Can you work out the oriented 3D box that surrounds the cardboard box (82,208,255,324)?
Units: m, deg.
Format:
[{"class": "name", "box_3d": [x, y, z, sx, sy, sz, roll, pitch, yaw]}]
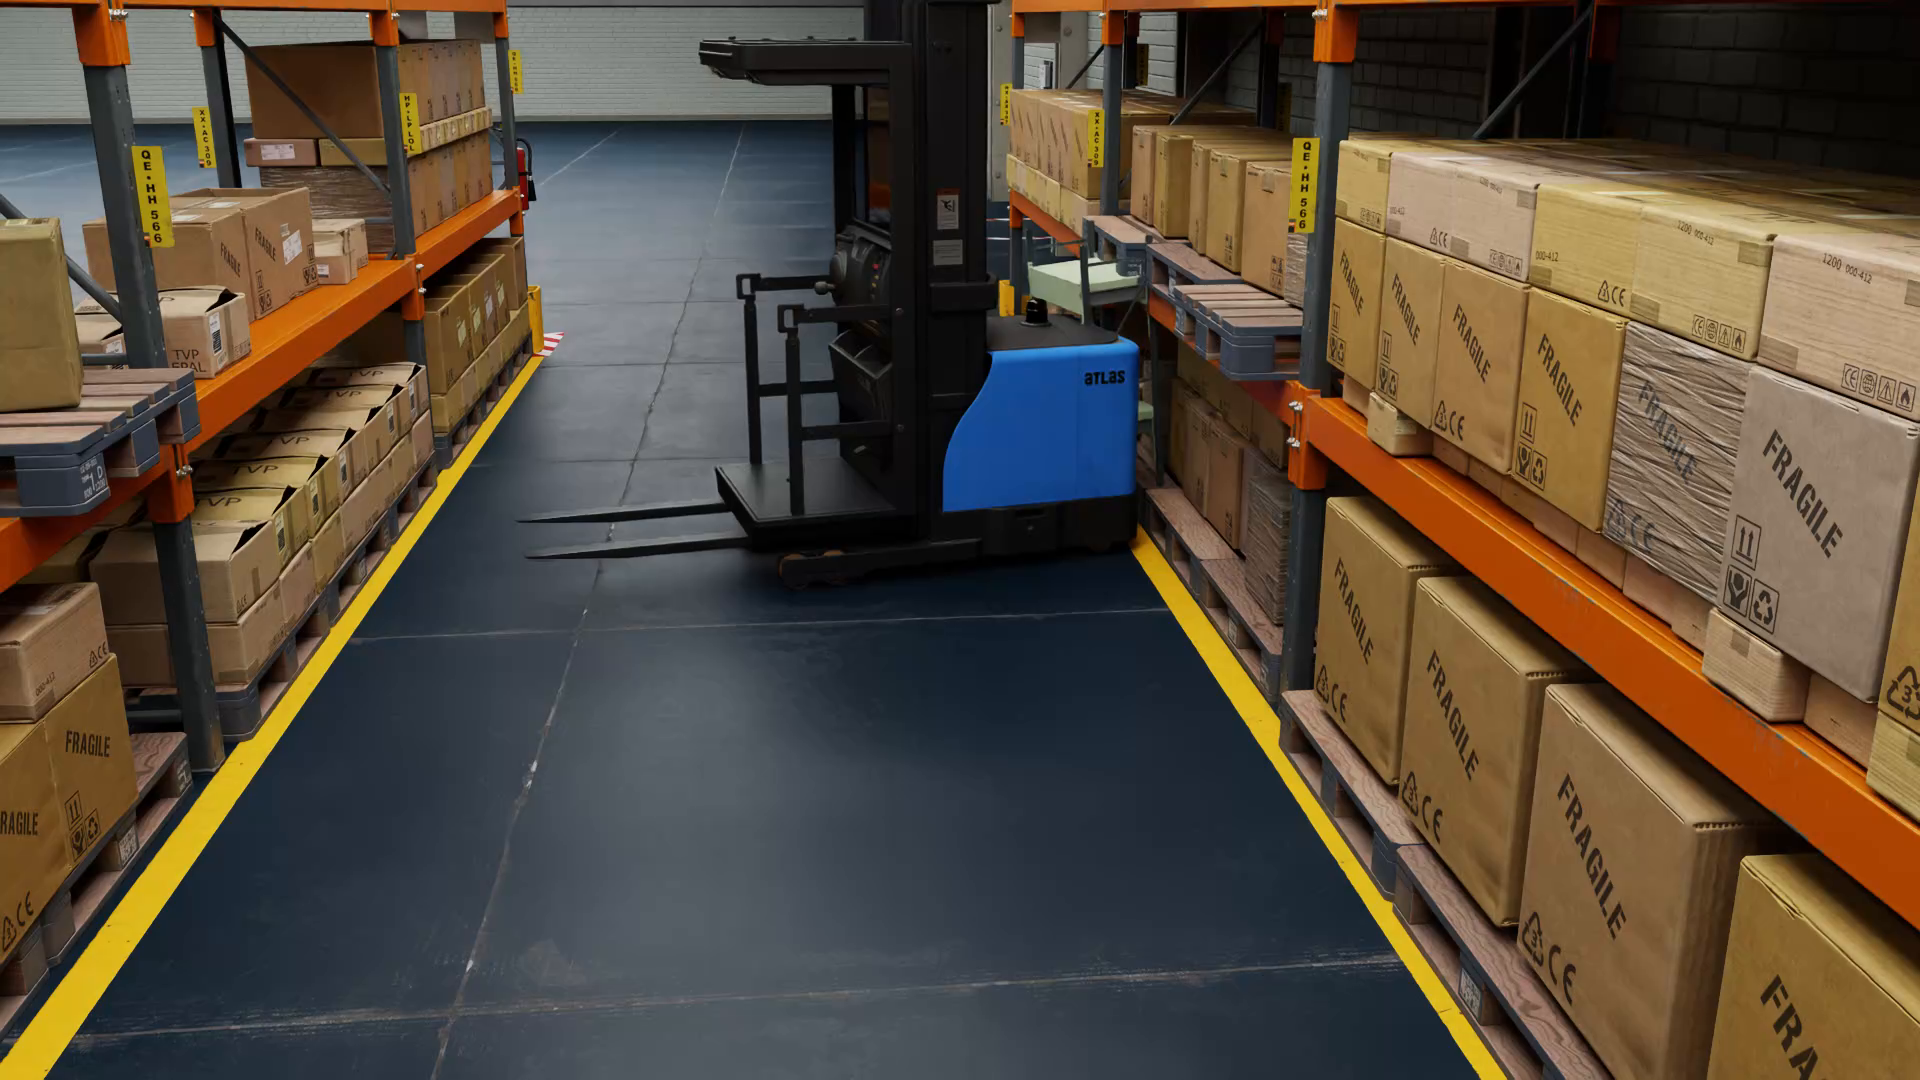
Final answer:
[{"class": "cardboard box", "box_3d": [-3.373, -1.136, 7.120, 0.500, 0.500, 0.500, -3, 18, -9]}]

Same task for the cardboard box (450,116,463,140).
[{"class": "cardboard box", "box_3d": [-3.645, -2.836, 11.452, 0.380, 0.149, 0.250, -1, 17, -4]}]

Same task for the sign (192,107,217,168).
[{"class": "sign", "box_3d": [-4.148, -2.214, 9.143, 0.100, 0.325, 0.005, -2, 18, -6]}]

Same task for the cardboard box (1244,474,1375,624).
[{"class": "cardboard box", "box_3d": [1.617, 0.027, 7.022, 0.700, 0.500, 0.500, -2, 17, -5]}]

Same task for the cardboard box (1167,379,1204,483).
[{"class": "cardboard box", "box_3d": [1.527, -0.581, 8.957, 0.700, 0.500, 0.500, -2, 18, -7]}]

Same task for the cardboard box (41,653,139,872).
[{"class": "cardboard box", "box_3d": [-2.853, 0.665, 4.988, 0.500, 0.500, 0.500, -1, 17, -3]}]

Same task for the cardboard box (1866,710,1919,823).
[{"class": "cardboard box", "box_3d": [1.790, 0.393, 2.804, 0.380, 0.149, 0.250, -1, 17, -5]}]

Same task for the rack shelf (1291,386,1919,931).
[{"class": "rack shelf", "box_3d": [1.950, 0.196, 4.245, 1.077, 0.370, 4.000, -2, 18, -6]}]

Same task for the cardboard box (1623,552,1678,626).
[{"class": "cardboard box", "box_3d": [1.752, 0.087, 3.777, 0.380, 0.149, 0.250, -2, 18, -7]}]

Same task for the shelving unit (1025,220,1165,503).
[{"class": "shelving unit", "box_3d": [0.730, -0.909, 8.981, 0.431, 1.500, 0.755, -11, 20, -17]}]

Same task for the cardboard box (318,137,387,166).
[{"class": "cardboard box", "box_3d": [-3.431, -2.224, 9.502, 0.380, 0.149, 0.250, -2, 18, -6]}]

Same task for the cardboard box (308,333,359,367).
[{"class": "cardboard box", "box_3d": [-3.901, -1.307, 10.471, 0.500, 0.500, 0.500, -2, 18, -6]}]

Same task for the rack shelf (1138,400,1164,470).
[{"class": "rack shelf", "box_3d": [0.758, -0.601, 9.086, 0.431, 0.370, 0.720, -11, 20, -17]}]

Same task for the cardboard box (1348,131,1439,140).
[{"class": "cardboard box", "box_3d": [1.630, -1.507, 6.485, 0.380, 0.149, 0.250, -5, 18, -15]}]

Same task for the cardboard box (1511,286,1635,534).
[{"class": "cardboard box", "box_3d": [1.695, -0.330, 4.024, 0.500, 0.500, 0.500, -1, 17, -4]}]

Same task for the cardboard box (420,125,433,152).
[{"class": "cardboard box", "box_3d": [-3.538, -2.528, 10.471, 0.380, 0.149, 0.250, -2, 18, -7]}]

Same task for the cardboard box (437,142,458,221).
[{"class": "cardboard box", "box_3d": [-3.811, -2.419, 11.208, 0.700, 0.500, 0.500, -1, 17, -4]}]

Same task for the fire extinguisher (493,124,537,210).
[{"class": "fire extinguisher", "box_3d": [-3.559, -2.985, 13.306, 0.296, 0.674, 0.183, -2, 18, -6]}]

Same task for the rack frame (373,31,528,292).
[{"class": "rack frame", "box_3d": [-4.009, -2.972, 13.136, 1.000, 3.000, 0.127, -2, 18, -6]}]

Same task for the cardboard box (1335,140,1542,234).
[{"class": "cardboard box", "box_3d": [1.537, -1.148, 5.377, 0.500, 0.250, 0.500, -1, 17, -4]}]

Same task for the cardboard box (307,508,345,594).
[{"class": "cardboard box", "box_3d": [-3.058, 0.053, 7.389, 0.500, 0.250, 0.500, -2, 18, -7]}]

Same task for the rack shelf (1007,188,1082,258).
[{"class": "rack shelf", "box_3d": [1.125, -2.187, 11.837, 1.077, 0.370, 4.000, -2, 18, -6]}]

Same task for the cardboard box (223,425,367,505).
[{"class": "cardboard box", "box_3d": [-3.112, -0.371, 7.805, 0.500, 0.311, 0.500, -2, 18, -6]}]

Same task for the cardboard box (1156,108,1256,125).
[{"class": "cardboard box", "box_3d": [1.490, -2.377, 10.205, 0.500, 0.500, 0.500, -2, 18, -7]}]

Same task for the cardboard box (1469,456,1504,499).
[{"class": "cardboard box", "box_3d": [1.692, -0.222, 4.762, 0.380, 0.149, 0.250, -1, 17, -4]}]

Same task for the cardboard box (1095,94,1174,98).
[{"class": "cardboard box", "box_3d": [1.278, -2.984, 12.139, 0.500, 0.500, 0.500, -2, 18, -7]}]

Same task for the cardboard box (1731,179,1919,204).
[{"class": "cardboard box", "box_3d": [2.201, -0.714, 3.993, 0.500, 0.250, 0.500, -2, 18, -7]}]

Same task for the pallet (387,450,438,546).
[{"class": "pallet", "box_3d": [-3.481, -0.232, 9.062, 1.003, 0.211, 1.213, -2, 18, -6]}]

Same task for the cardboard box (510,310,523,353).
[{"class": "cardboard box", "box_3d": [-3.596, -1.561, 12.532, 0.500, 0.250, 0.500, -2, 18, -6]}]

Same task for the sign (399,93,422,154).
[{"class": "sign", "box_3d": [-3.057, -2.315, 9.241, 0.100, 0.325, 0.005, -2, 18, -6]}]

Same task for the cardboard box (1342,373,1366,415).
[{"class": "cardboard box", "box_3d": [1.547, -0.527, 5.735, 0.380, 0.149, 0.250, -2, 18, -6]}]

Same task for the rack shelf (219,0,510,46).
[{"class": "rack shelf", "box_3d": [-3.802, -3.464, 10.897, 1.077, 0.370, 4.000, -2, 18, -6]}]

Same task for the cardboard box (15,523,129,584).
[{"class": "cardboard box", "box_3d": [-3.482, 0.107, 6.282, 0.500, 0.311, 0.500, -1, 17, -4]}]

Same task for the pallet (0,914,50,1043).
[{"class": "pallet", "box_3d": [-3.021, 1.328, 4.094, 1.003, 0.211, 1.213, -2, 18, -6]}]

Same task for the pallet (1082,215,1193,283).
[{"class": "pallet", "box_3d": [1.265, -1.611, 9.120, 1.003, 0.211, 1.213, -2, 18, -6]}]

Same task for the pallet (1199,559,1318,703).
[{"class": "pallet", "box_3d": [1.664, 0.355, 7.195, 1.003, 0.211, 1.213, -2, 18, -6]}]

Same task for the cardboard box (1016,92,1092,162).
[{"class": "cardboard box", "box_3d": [0.710, -3.123, 12.582, 0.500, 0.500, 0.500, -2, 18, -5]}]

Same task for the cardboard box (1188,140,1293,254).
[{"class": "cardboard box", "box_3d": [1.499, -1.677, 8.111, 0.700, 0.500, 0.500, 1, 17, 2]}]

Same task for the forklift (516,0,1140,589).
[{"class": "forklift", "box_3d": [-0.669, -1.341, 8.055, 3.031, 2.935, 1.130, -6, 18, -17]}]

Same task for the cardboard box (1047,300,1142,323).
[{"class": "cardboard box", "box_3d": [0.985, -1.545, 12.028, 0.700, 0.500, 0.500, -3, 18, -9]}]

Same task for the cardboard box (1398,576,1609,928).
[{"class": "cardboard box", "box_3d": [1.773, 0.567, 4.752, 0.750, 0.750, 0.750, -2, 18, -6]}]

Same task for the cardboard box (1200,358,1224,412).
[{"class": "cardboard box", "box_3d": [1.530, -0.805, 8.419, 0.500, 0.250, 0.500, -2, 18, -7]}]

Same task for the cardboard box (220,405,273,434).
[{"class": "cardboard box", "box_3d": [-3.700, -0.502, 8.222, 0.500, 0.311, 0.500, -2, 18, -7]}]

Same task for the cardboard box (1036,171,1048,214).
[{"class": "cardboard box", "box_3d": [0.817, -2.452, 11.697, 0.500, 0.250, 0.500, -2, 18, -5]}]

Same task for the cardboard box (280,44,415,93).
[{"class": "cardboard box", "box_3d": [-3.701, -2.730, 10.031, 0.700, 0.500, 0.500, -2, 18, -6]}]

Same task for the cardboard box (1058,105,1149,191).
[{"class": "cardboard box", "box_3d": [0.917, -2.510, 10.630, 0.500, 0.500, 0.500, -2, 18, -6]}]

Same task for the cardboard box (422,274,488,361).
[{"class": "cardboard box", "box_3d": [-3.436, -1.472, 10.997, 0.500, 0.500, 0.500, -2, 18, -6]}]

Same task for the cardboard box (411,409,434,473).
[{"class": "cardboard box", "box_3d": [-3.265, -0.554, 9.324, 0.500, 0.250, 0.500, -2, 18, -6]}]

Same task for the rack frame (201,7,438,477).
[{"class": "rack frame", "box_3d": [-3.596, -1.780, 9.340, 1.000, 3.000, 0.127, -2, 18, -6]}]

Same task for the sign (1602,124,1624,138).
[{"class": "sign", "box_3d": [2.295, -1.313, 5.919, 0.100, 0.325, 0.005, -2, 18, -6]}]

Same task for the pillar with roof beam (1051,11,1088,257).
[{"class": "pillar with roof beam", "box_3d": [-3.050, -7.461, 17.420, 9.100, 9.000, 0.400, -2, 18, -6]}]

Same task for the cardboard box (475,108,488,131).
[{"class": "cardboard box", "box_3d": [-3.751, -3.143, 12.432, 0.380, 0.149, 0.250, -1, 17, -4]}]

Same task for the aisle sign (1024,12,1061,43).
[{"class": "aisle sign", "box_3d": [0.612, -4.379, 13.277, 0.394, 0.787, 0.004, -2, 18, -6]}]

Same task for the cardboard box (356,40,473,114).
[{"class": "cardboard box", "box_3d": [-3.908, -3.327, 11.934, 0.700, 0.500, 0.500, -2, 18, -7]}]

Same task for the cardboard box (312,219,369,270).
[{"class": "cardboard box", "box_3d": [-3.502, -1.563, 8.900, 0.500, 0.250, 0.500, -1, 17, -2]}]

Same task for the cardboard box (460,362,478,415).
[{"class": "cardboard box", "box_3d": [-3.389, -0.965, 10.634, 0.500, 0.250, 0.500, -2, 18, -6]}]
